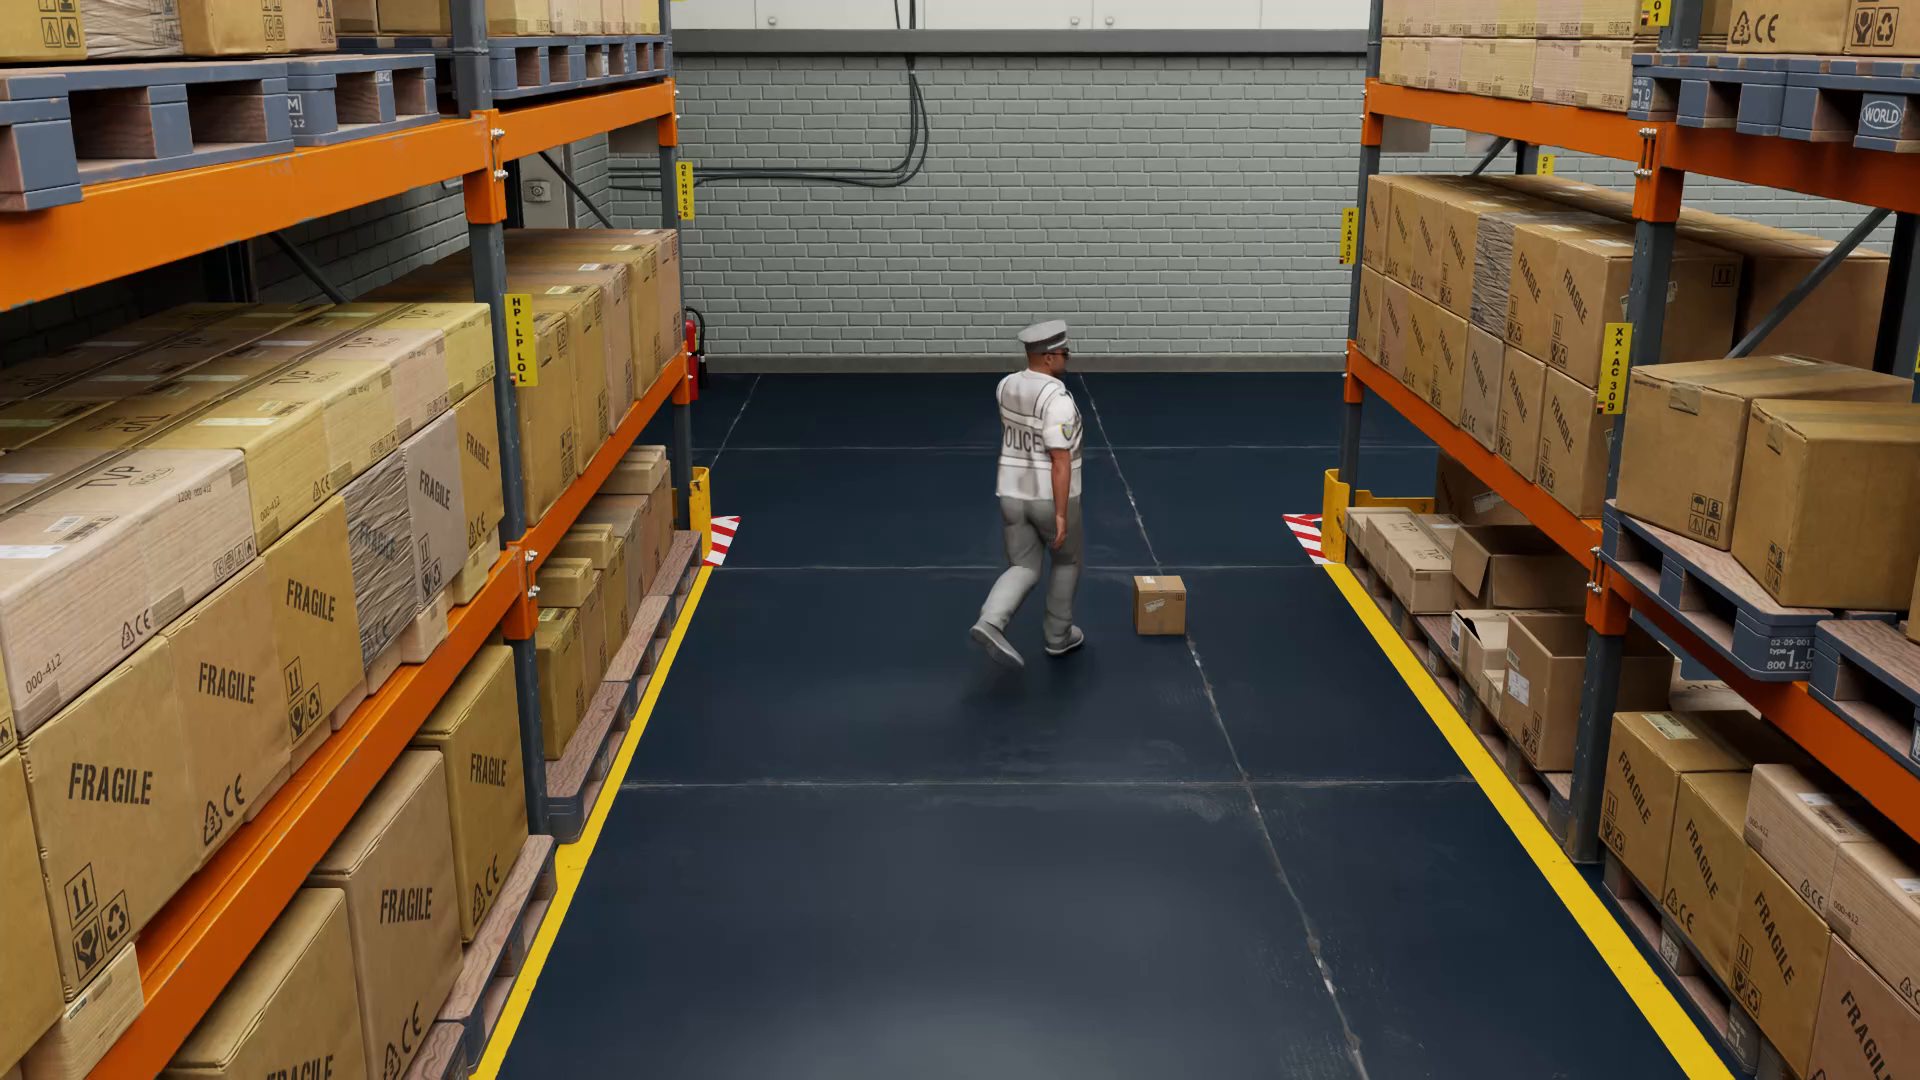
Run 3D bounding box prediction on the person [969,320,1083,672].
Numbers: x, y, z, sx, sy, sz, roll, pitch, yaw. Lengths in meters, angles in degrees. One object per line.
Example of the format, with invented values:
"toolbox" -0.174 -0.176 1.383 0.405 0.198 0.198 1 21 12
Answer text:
"person" 0.353 -0.217 8.231 0.529 1.725 0.844 13 21 36
